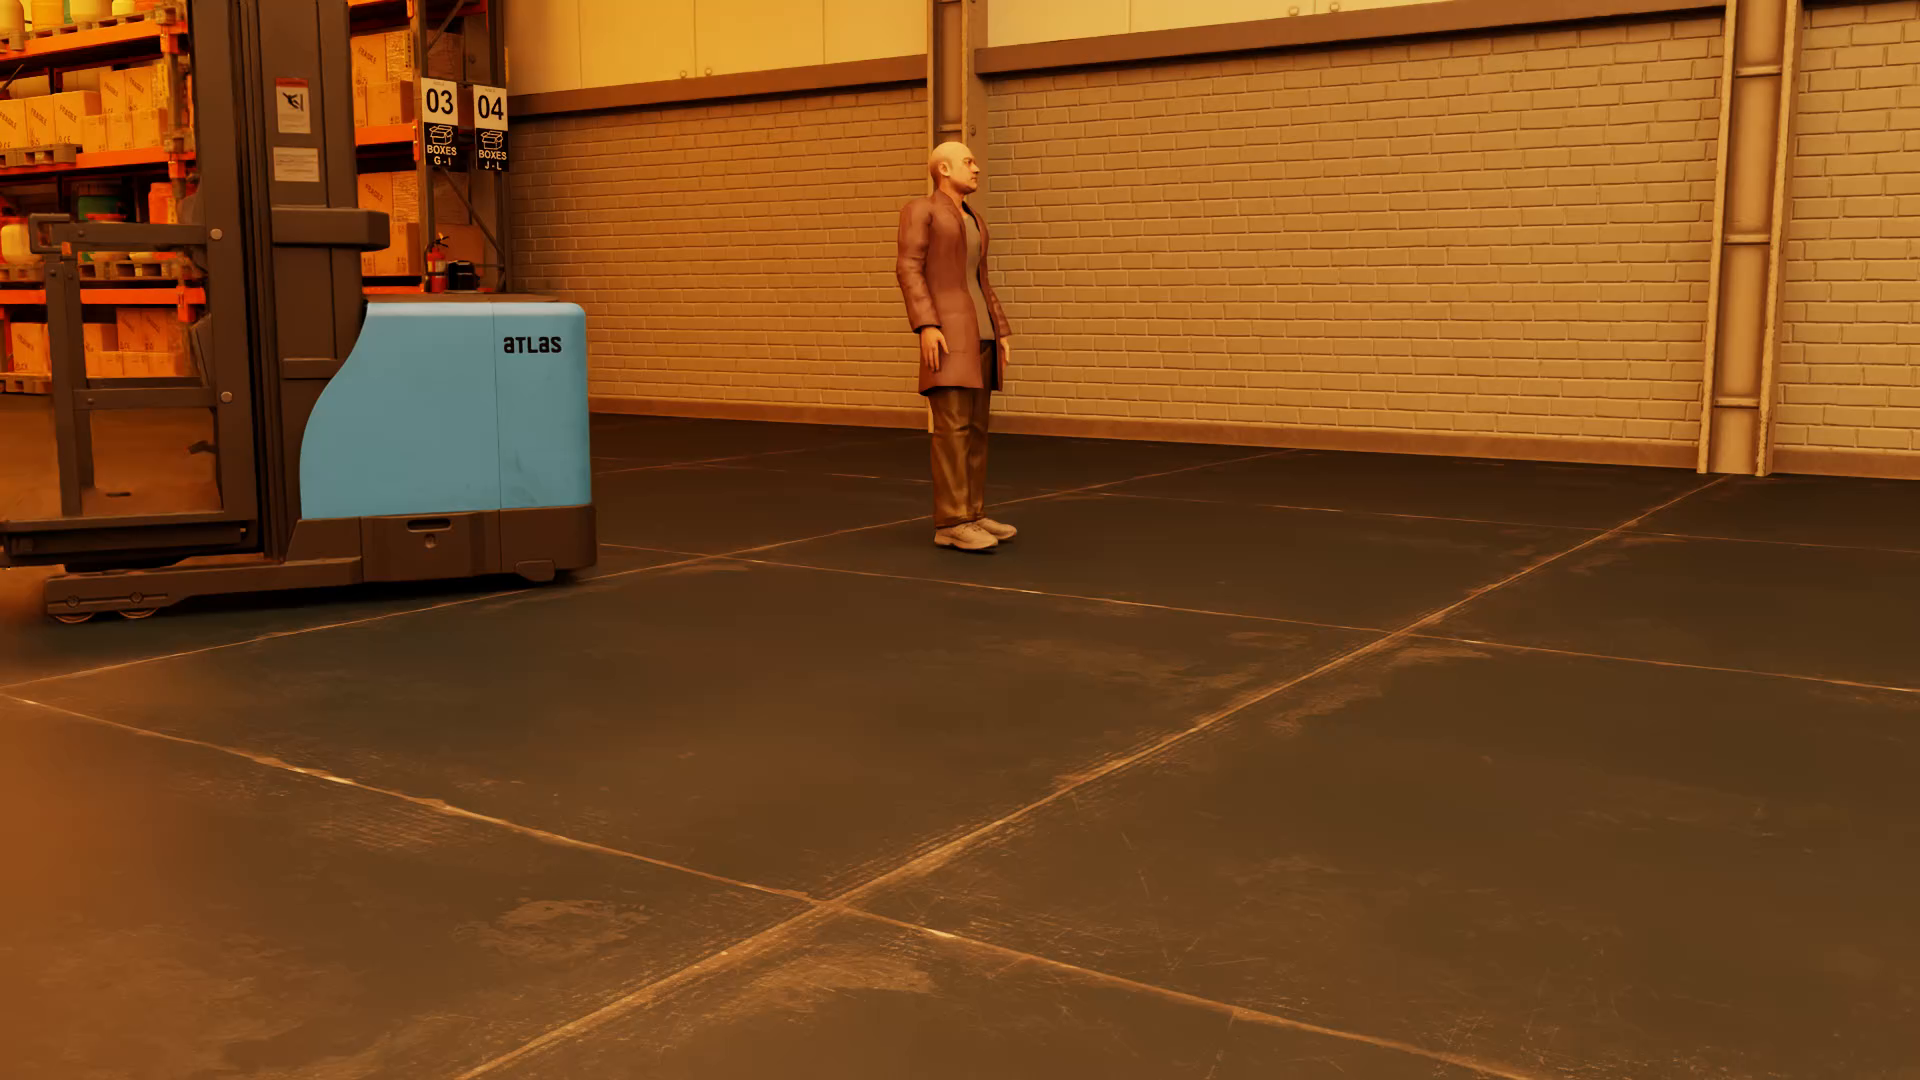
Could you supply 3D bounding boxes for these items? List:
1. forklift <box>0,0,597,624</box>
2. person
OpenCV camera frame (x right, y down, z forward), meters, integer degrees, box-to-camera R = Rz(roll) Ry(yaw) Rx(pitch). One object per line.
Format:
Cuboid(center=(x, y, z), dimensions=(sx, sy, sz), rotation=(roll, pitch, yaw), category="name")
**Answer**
Cuboid(center=(-2.962, -1.253, 6.005), dimensions=(3.031, 2.935, 1.130), rotation=(-4, 9, -25), category="forklift")
Cuboid(center=(0.074, -0.879, 7.423), dimensions=(0.579, 1.777, 0.696), rotation=(5, 10, 34), category="person")
